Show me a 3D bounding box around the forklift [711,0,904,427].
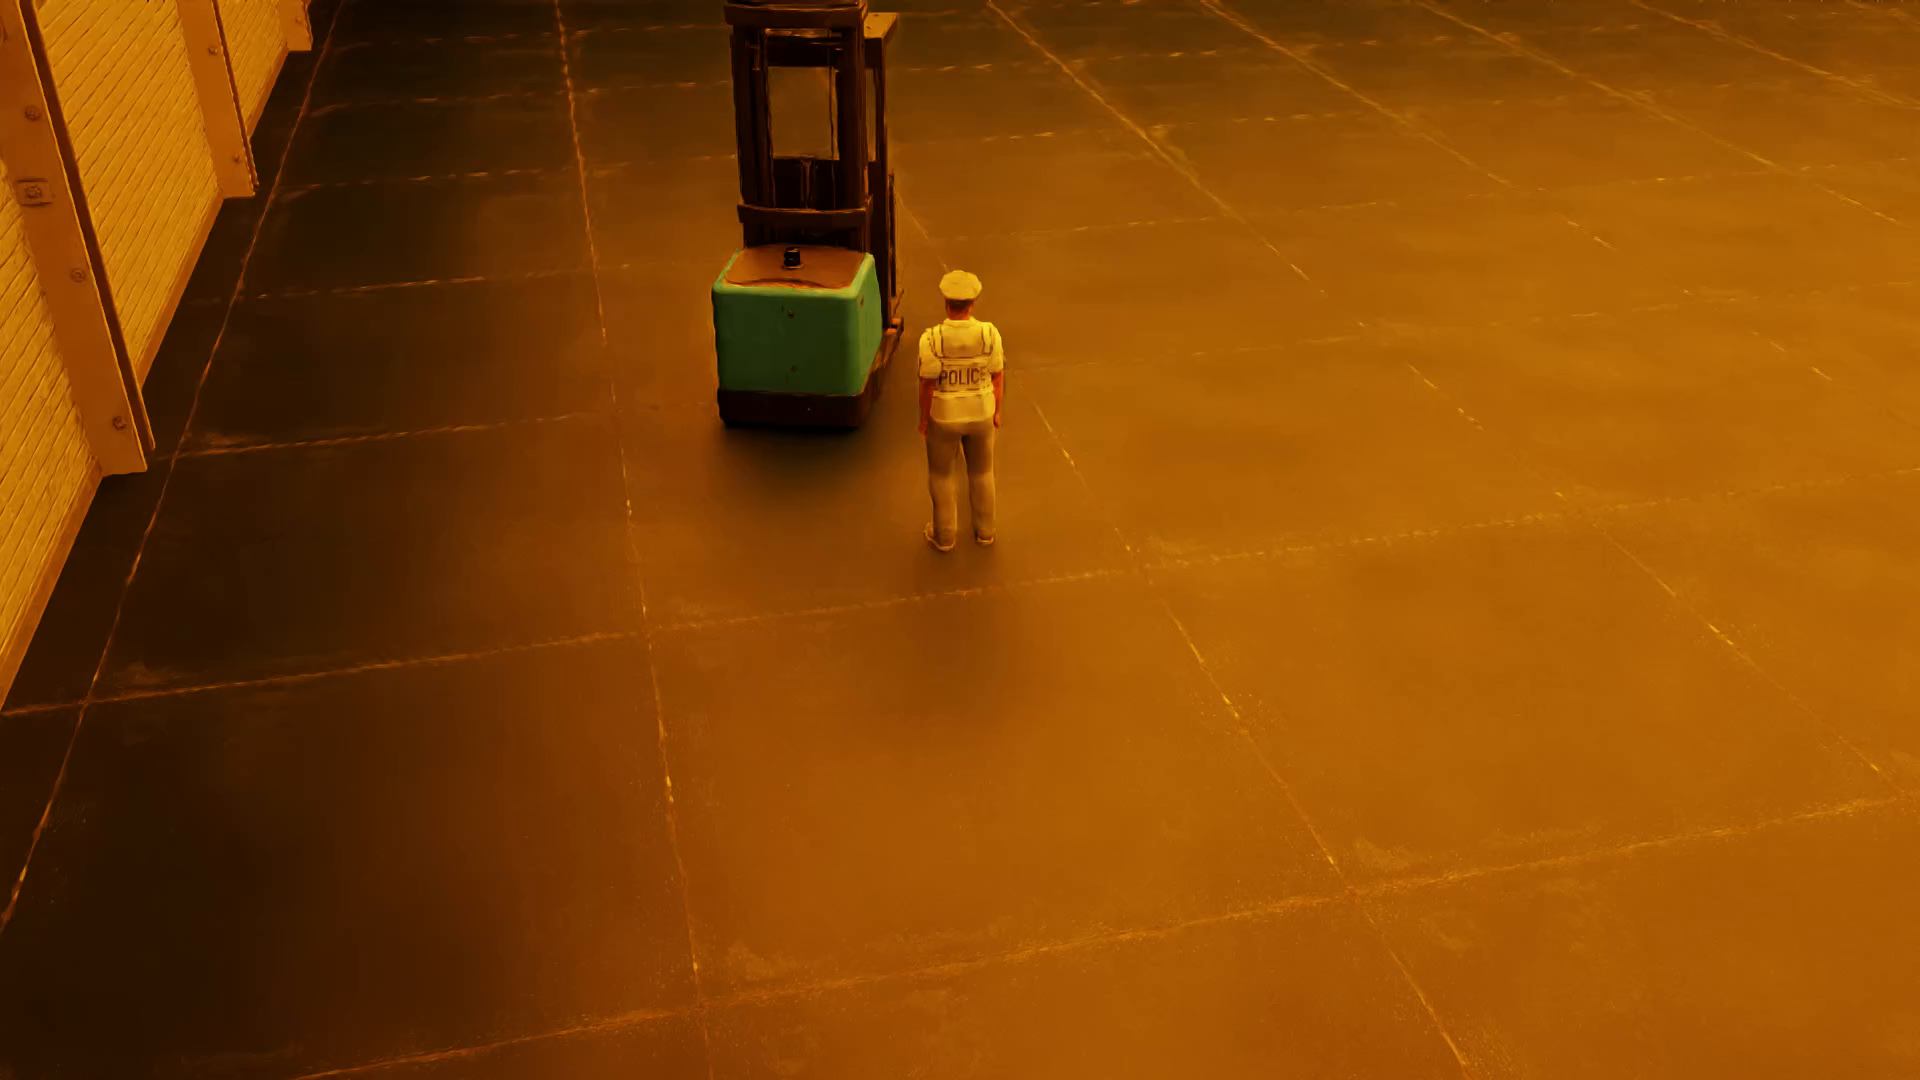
[{"bbox_3d":[-1.043,-2.782,12.380,1.130,2.935,3.031,3,30,6],"label":"forklift"}]
